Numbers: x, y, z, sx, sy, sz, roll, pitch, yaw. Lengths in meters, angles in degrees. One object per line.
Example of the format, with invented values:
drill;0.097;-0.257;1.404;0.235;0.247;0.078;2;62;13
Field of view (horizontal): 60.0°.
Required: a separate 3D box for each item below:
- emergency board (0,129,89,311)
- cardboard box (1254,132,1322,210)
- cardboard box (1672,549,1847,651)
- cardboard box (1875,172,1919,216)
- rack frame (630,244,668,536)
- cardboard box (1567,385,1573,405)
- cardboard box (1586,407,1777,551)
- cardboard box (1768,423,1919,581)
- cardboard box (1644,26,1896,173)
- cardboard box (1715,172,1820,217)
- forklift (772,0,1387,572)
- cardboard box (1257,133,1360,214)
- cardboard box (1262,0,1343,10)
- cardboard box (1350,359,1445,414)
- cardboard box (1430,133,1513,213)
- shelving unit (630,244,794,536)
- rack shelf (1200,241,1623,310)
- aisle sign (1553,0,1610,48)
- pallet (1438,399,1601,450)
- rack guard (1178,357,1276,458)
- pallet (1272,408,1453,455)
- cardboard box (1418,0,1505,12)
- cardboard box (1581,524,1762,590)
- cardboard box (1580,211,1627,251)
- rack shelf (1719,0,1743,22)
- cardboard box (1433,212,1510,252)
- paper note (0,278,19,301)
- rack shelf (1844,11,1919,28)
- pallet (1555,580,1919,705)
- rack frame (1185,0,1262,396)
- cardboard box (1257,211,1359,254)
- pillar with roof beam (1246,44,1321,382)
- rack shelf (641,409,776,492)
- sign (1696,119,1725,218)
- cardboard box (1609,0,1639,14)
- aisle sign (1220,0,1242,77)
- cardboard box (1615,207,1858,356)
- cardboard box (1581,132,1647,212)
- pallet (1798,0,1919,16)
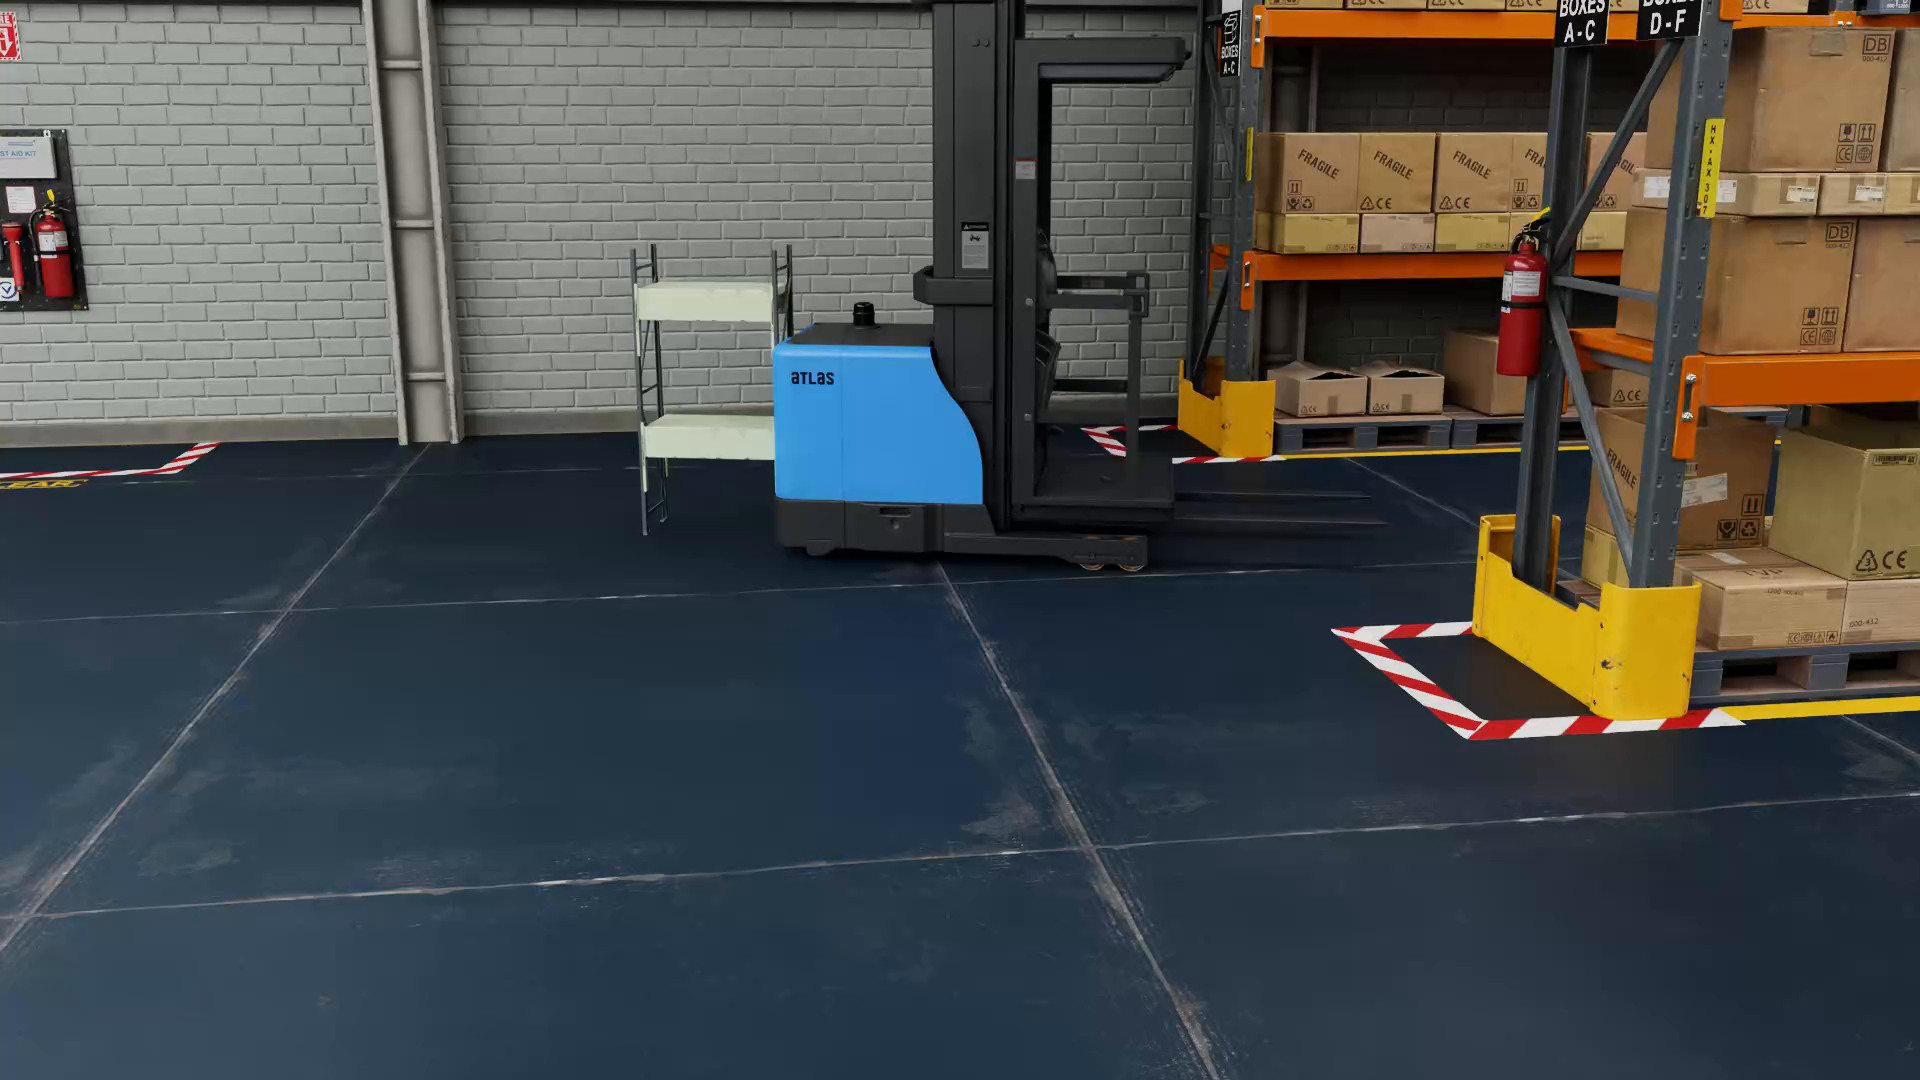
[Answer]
emergency board;-6.088;-2.066;10.792;0.643;1.169;0.194;-2;14;-8
cardboard box;2.165;-2.499;11.245;0.500;0.500;0.500;-2;14;-9
cardboard box;3.036;0.226;6.445;0.500;0.250;0.500;-2;14;-8
cardboard box;3.400;-1.283;6.132;0.250;0.149;0.380;-2;14;-8
rack frame;-1.646;-0.798;8.823;0.023;1.500;0.400;2;14;6
cardboard box;4.101;-1.052;11.708;0.250;0.149;0.380;-3;14;-13
cardboard box;2.958;-0.263;6.853;0.500;0.500;0.500;-2;14;-8
cardboard box;3.530;-0.157;6.428;0.500;0.500;0.500;-2;14;-8
cardboard box;2.988;-1.632;6.191;0.500;0.500;0.700;-2;14;-8
cardboard box;2.892;-1.264;6.057;0.250;0.149;0.380;-2;14;-9
forklift;0.619;-1.405;8.298;3.031;2.935;1.130;2;14;6
cardboard box;2.248;-2.376;10.754;0.500;0.500;0.500;-2;14;-8
cardboard box;2.099;-3.595;10.478;0.500;0.500;0.500;-2;14;-7
cardboard box;2.992;-1.063;11.418;0.500;0.311;0.500;-1;14;-4
cardboard box;3.250;-2.408;10.884;0.500;0.500;0.500;-3;14;-10
shelving unit;-1.282;-0.789;8.783;0.755;1.500;0.431;2;14;6
rack shelf;3.708;-1.854;11.425;4.000;0.370;1.077;-2;14;-8
aisle sign;2.364;-2.268;6.254;0.004;0.787;0.394;-2;14;-8
pallet;3.818;-0.845;11.655;1.213;0.211;1.003;-2;14;-8
rack guard;1.806;-0.920;11.364;0.348;0.500;1.175;-2;14;-8
pallet;2.614;-0.801;11.482;1.213;0.211;1.003;-2;14;-8
cardboard box;3.148;-3.626;10.600;0.500;0.500;0.500;-1;14;-6
cardboard box;2.959;0.101;6.942;0.500;0.250;0.500;-2;14;-8
cardboard box;4.274;-2.084;11.132;0.500;0.250;0.500;-2;14;-9
rack shelf;4.450;-2.117;6.309;4.000;0.370;1.077;-2;14;-8
cardboard box;3.276;-2.048;10.987;0.500;0.250;0.500;-2;14;-9
paper note;-6.274;-1.649;10.940;0.142;0.148;0.016;-2;14;-8
rack shelf;7.664;-3.453;11.638;4.000;0.370;1.077;-2;14;-8
pallet;3.222;0.376;6.788;1.213;0.211;1.003;-2;14;-8
rack frame;1.731;-2.130;11.049;0.127;3.000;1.000;-2;14;-8
cardboard box;2.261;-2.008;10.830;0.500;0.250;0.500;-3;14;-10
pillar with roof beam;2.935;-4.238;7.121;0.400;9.000;9.100;-2;14;-8
rack shelf;-1.282;-0.472;8.862;0.720;0.370;0.431;2;14;6
sign;2.549;-1.263;5.650;0.005;0.325;0.100;-2;14;-8
cardboard box;4.179;-3.666;10.760;0.500;0.500;0.500;-3;14;-11
aisle sign;1.704;-3.316;10.434;0.004;0.787;0.394;-2;14;-8
cardboard box;2.936;-1.001;6.341;0.500;0.500;0.700;-2;14;-8
cardboard box;4.272;-2.449;11.046;0.500;0.500;0.500;-3;14;-10
pallet;6.312;-3.636;11.272;1.003;0.211;1.213;-2;14;-8
